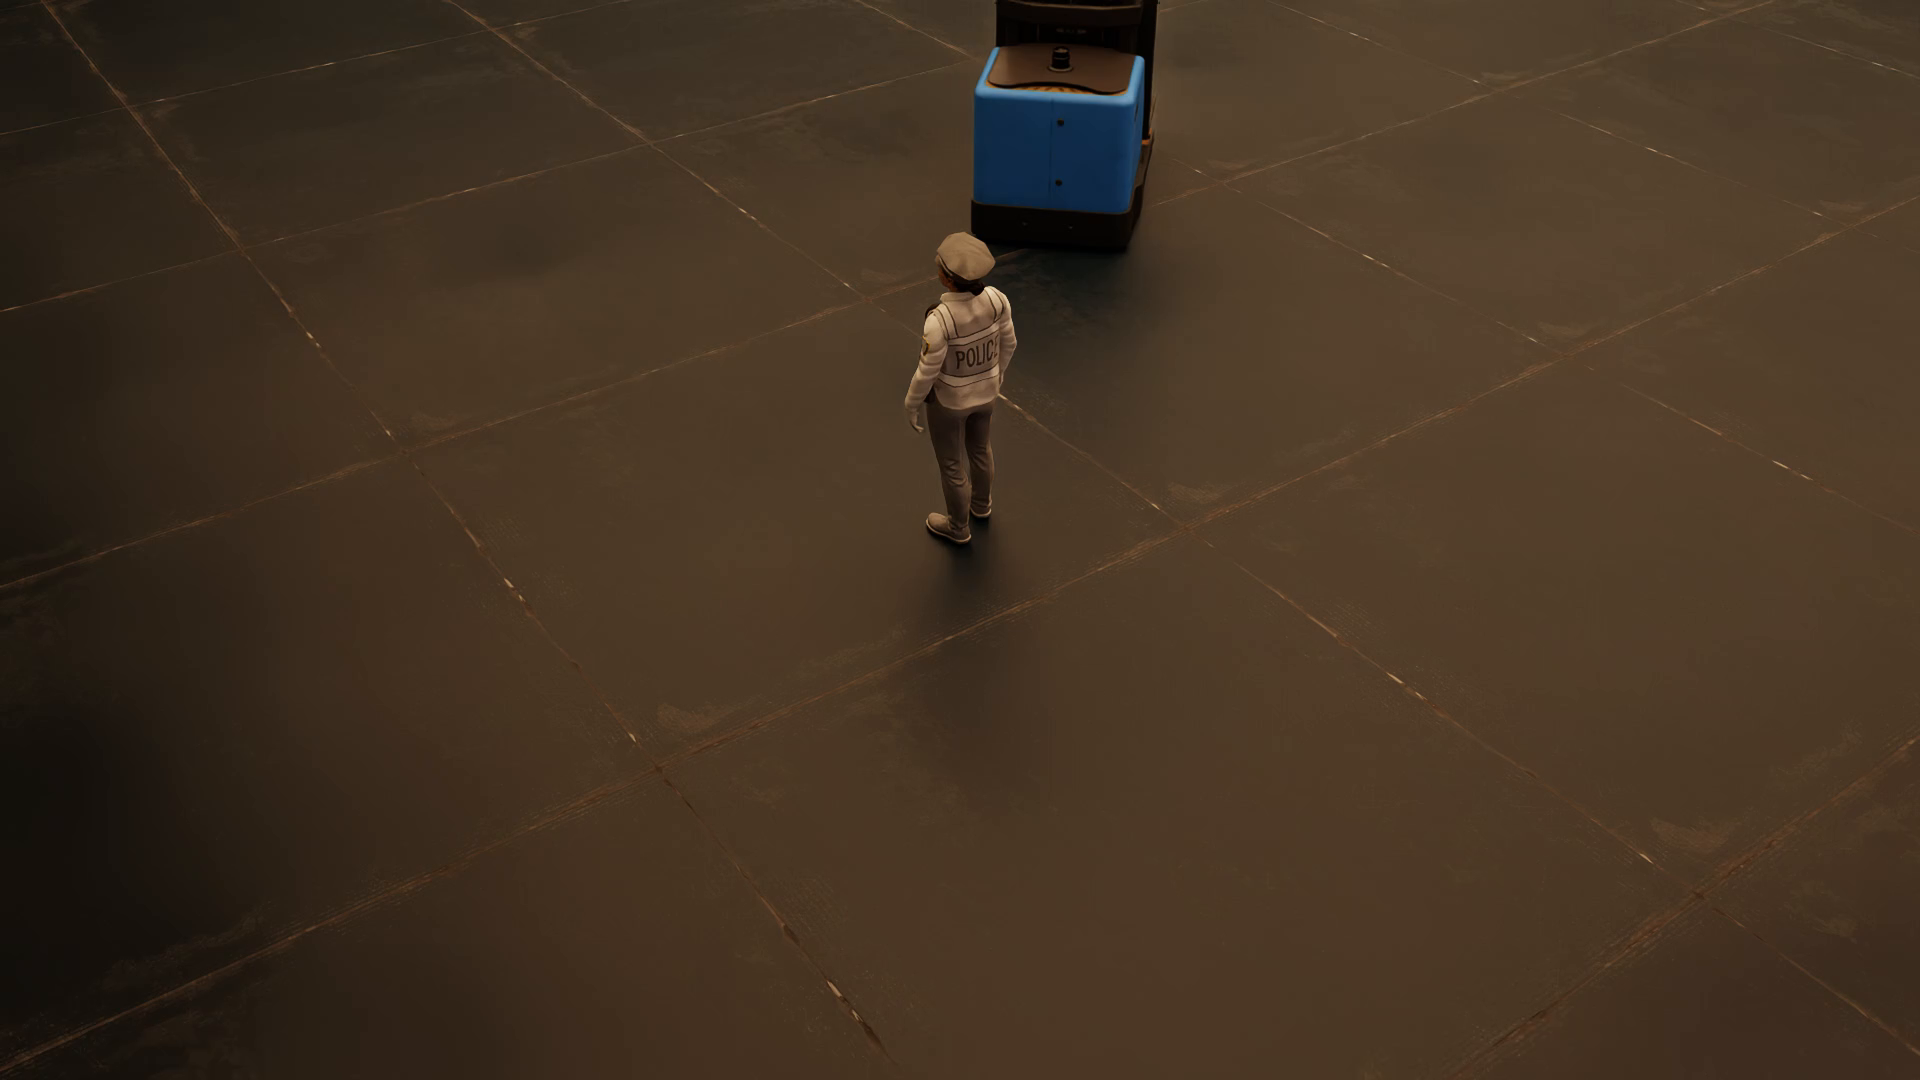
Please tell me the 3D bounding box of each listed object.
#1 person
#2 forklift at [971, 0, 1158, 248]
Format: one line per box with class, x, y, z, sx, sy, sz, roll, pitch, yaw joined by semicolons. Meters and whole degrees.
person;-0.034;-0.722;7.949;0.587;1.696;0.534;-23;42;-28
forklift;0.833;-3.961;11.302;1.130;2.935;3.031;6;37;8
